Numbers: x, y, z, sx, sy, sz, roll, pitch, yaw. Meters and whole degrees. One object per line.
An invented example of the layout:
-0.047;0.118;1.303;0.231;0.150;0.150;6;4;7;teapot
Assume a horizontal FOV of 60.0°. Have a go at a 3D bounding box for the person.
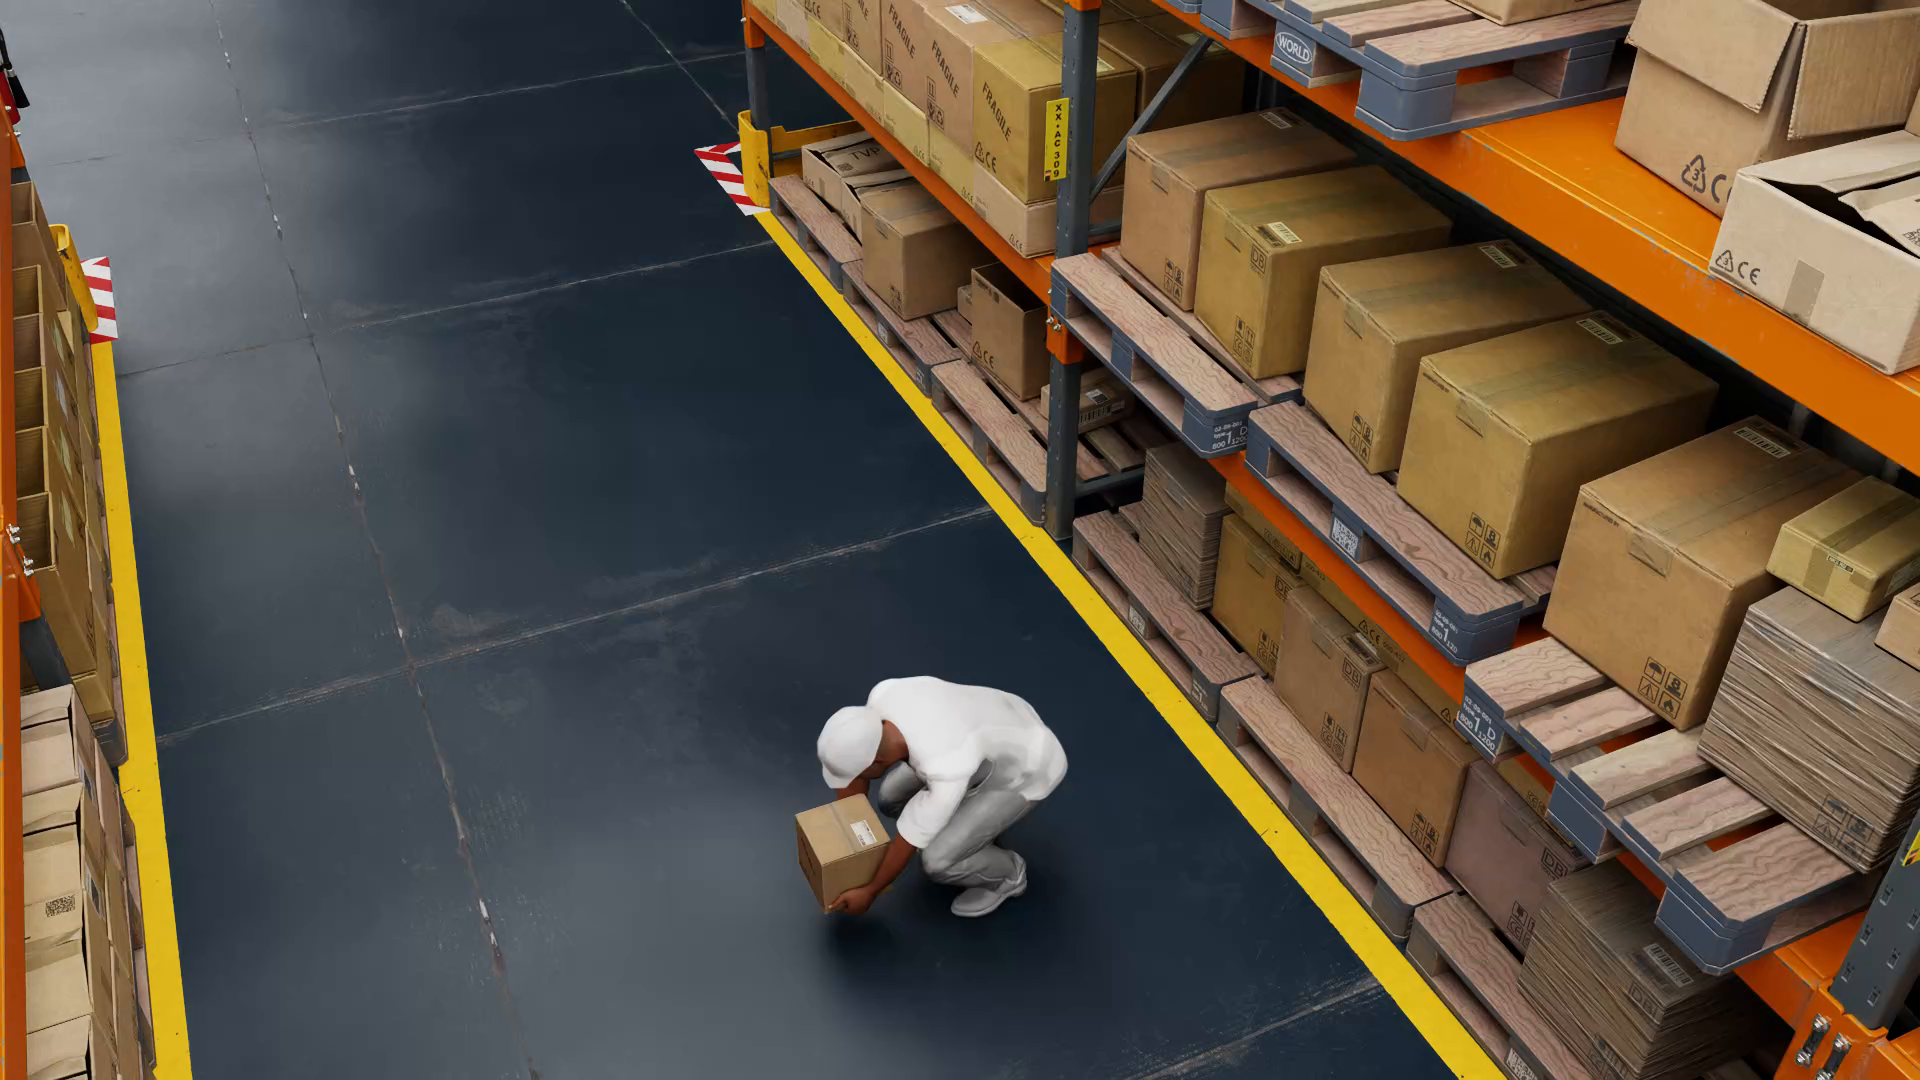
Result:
-0.078;0.854;5.636;0.904;1.008;0.538;-17;40;-21;person
